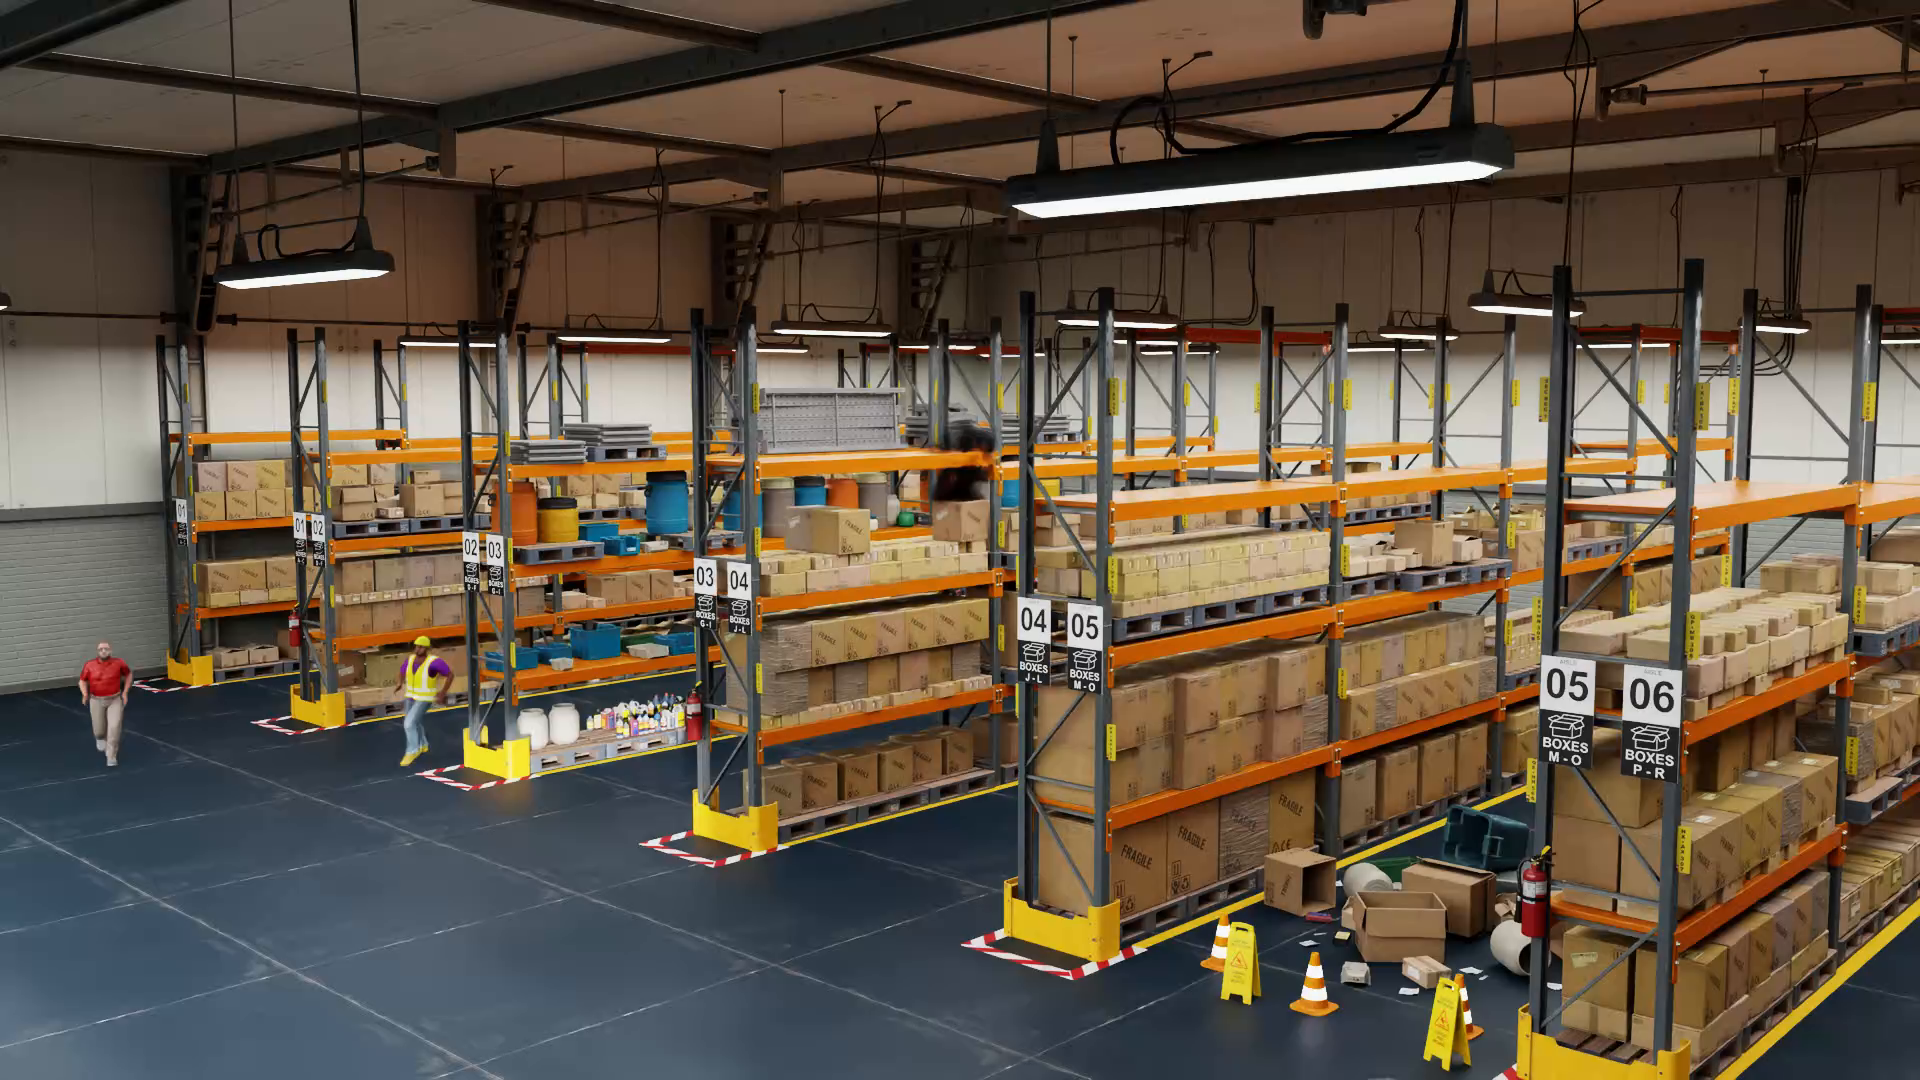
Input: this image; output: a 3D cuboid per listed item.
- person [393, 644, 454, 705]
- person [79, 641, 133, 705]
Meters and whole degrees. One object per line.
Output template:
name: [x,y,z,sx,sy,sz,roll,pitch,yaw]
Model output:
person: [-7.362,1.785,22.603,0.764,0.897,0.575,3,6,25]
person: [-11.580,1.816,22.536,0.654,0.883,0.465,-3,6,-26]
